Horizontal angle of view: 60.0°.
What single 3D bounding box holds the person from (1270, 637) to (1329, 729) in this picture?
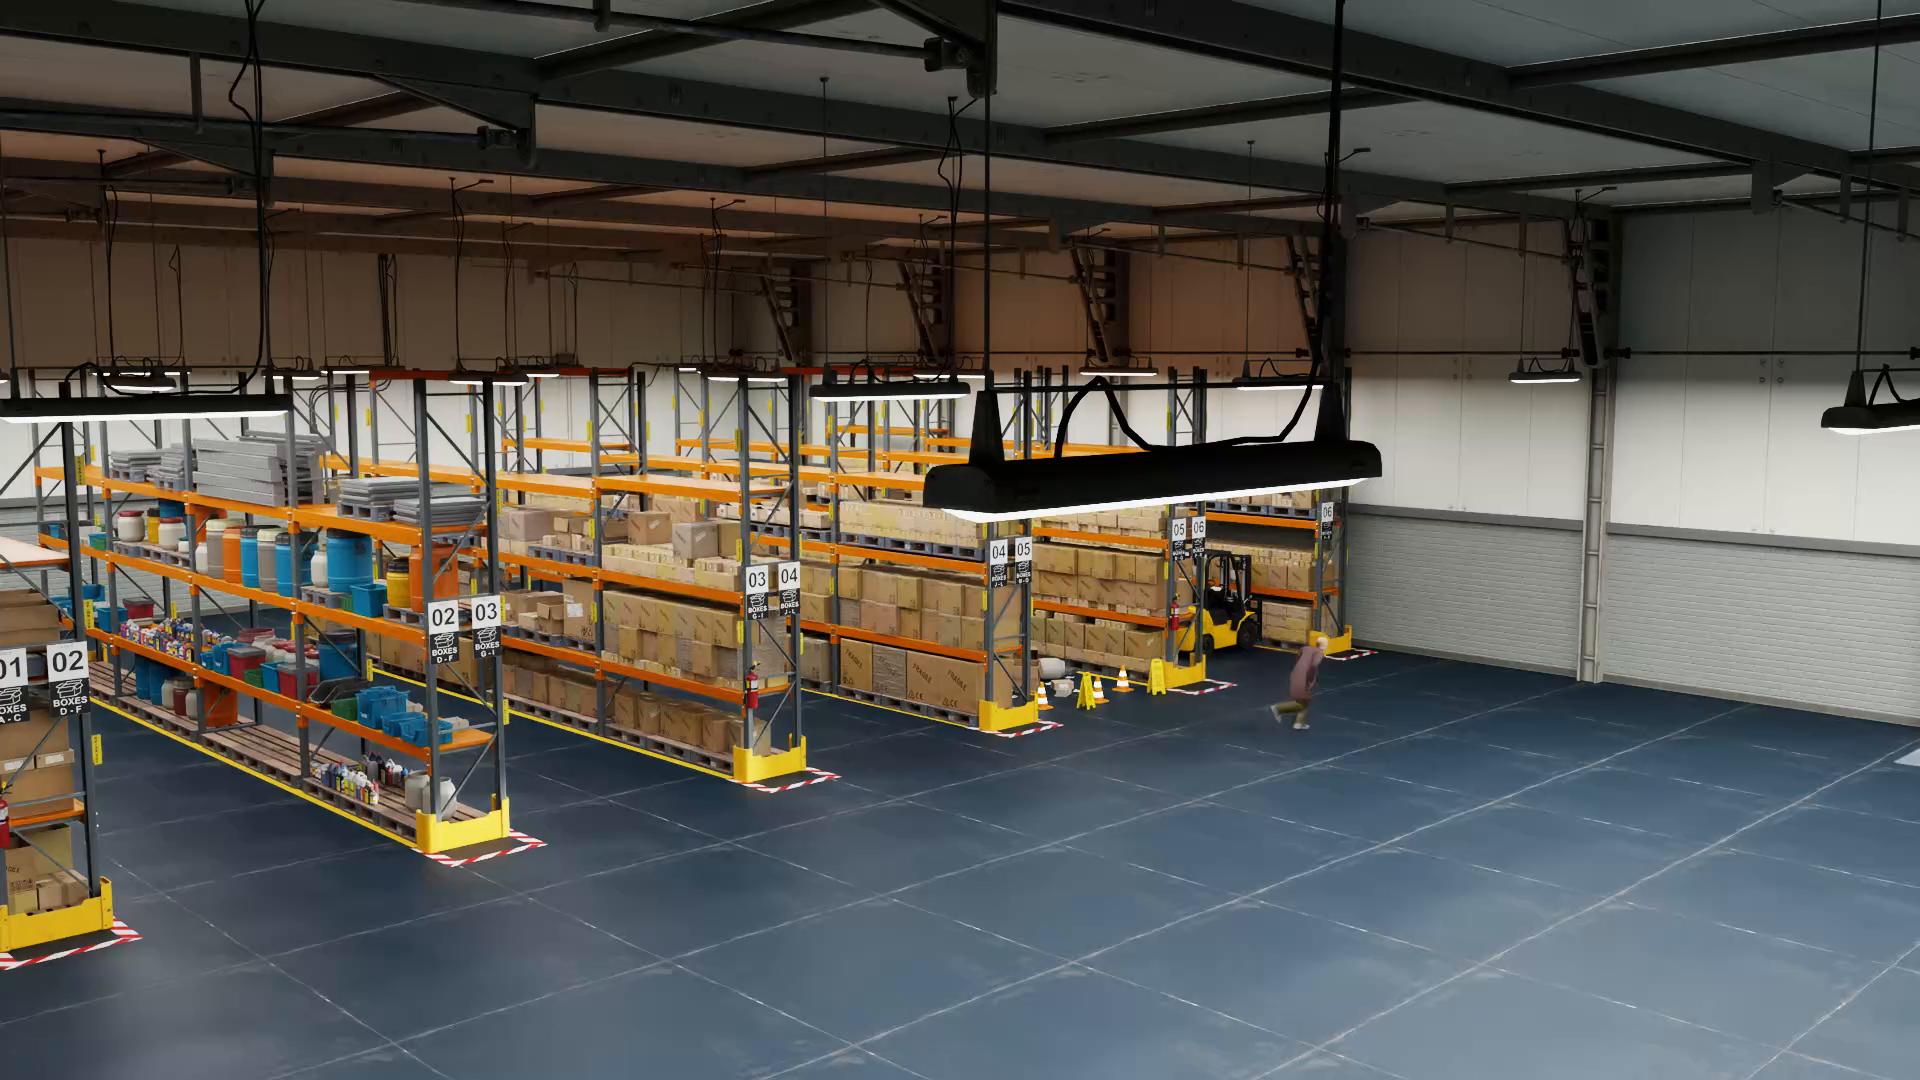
[{"bbox_3d":[5.700,2.416,27.900,1.017,1.578,0.724,-1,7,-13],"label":"person"}]
